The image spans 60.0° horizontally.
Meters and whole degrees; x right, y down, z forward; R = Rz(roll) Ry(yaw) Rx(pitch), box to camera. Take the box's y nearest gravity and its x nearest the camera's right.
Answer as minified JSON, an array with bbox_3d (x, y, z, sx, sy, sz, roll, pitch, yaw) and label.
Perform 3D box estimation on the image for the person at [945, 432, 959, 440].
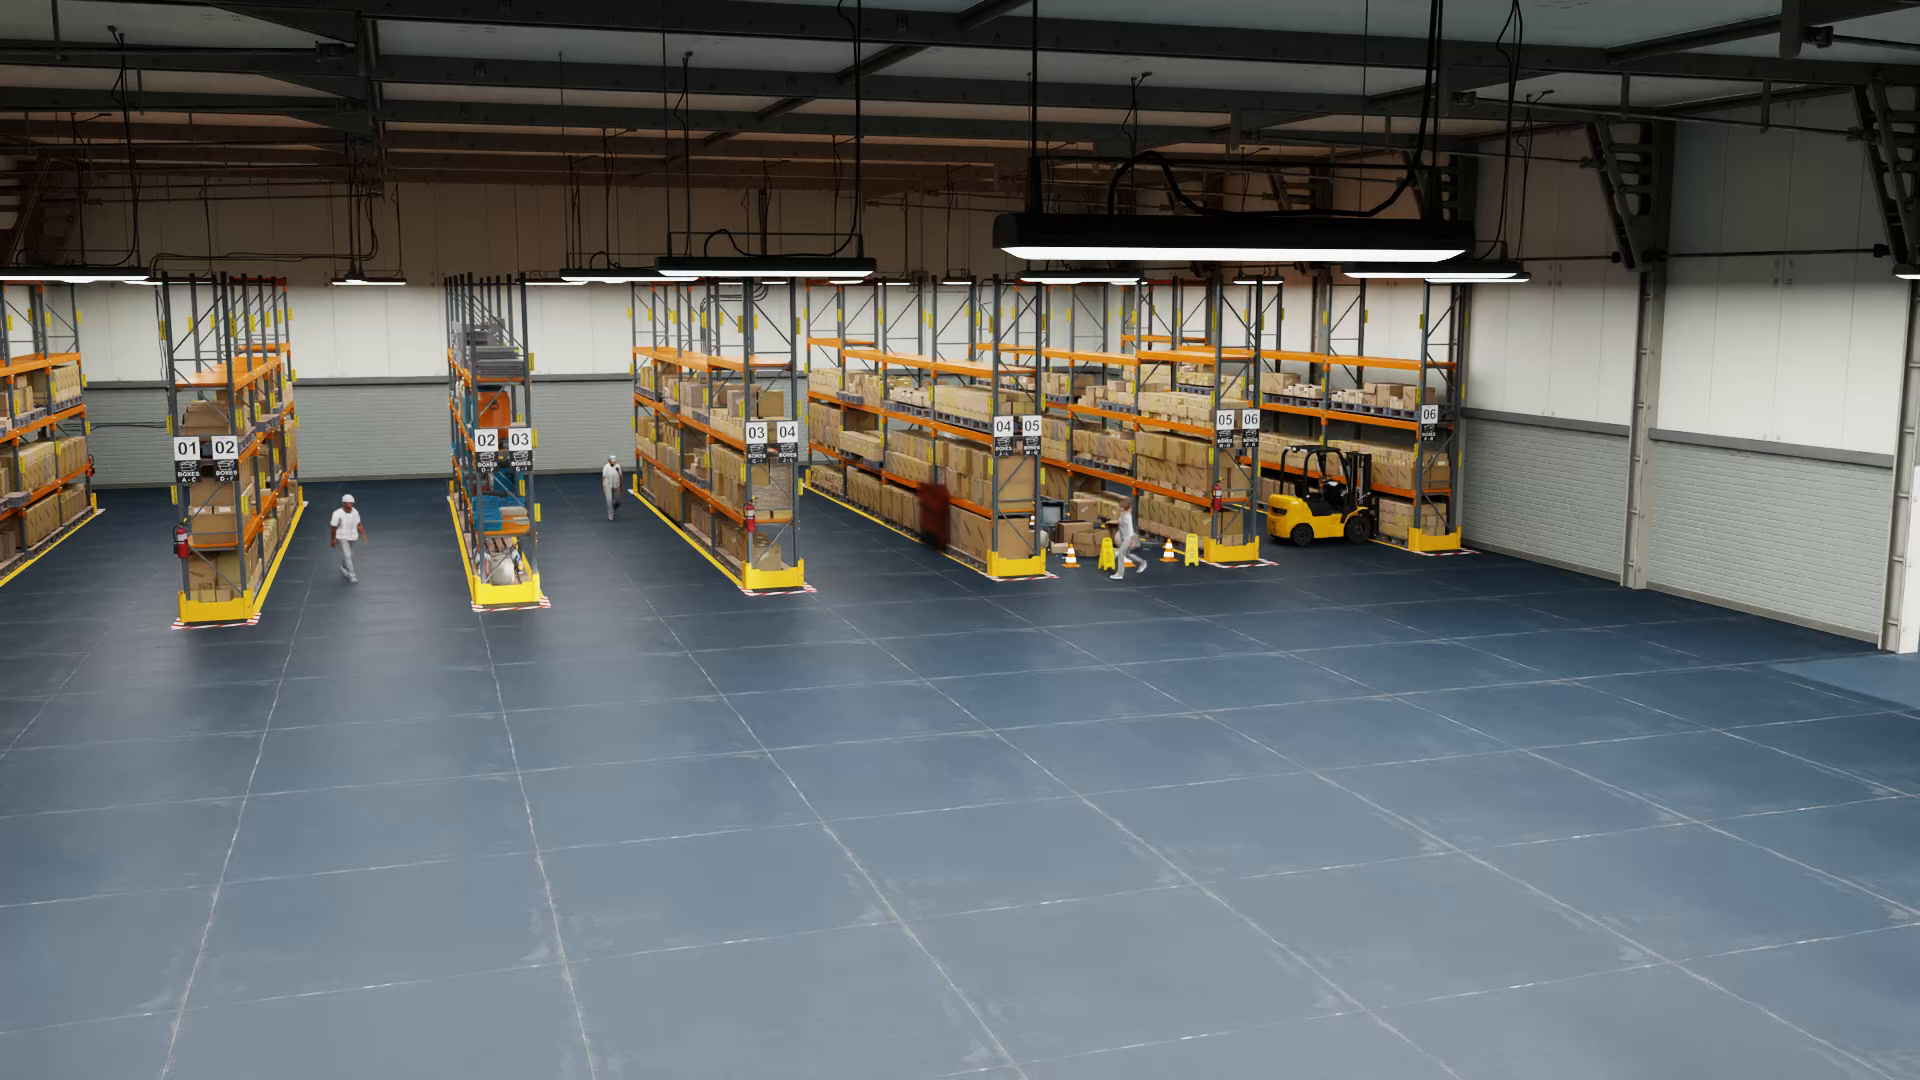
[{"bbox_3d":[-0.238,-2.992,52.322,1.058,1.594,0.423,5,10,28],"label":"person"}]

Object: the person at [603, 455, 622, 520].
[{"bbox_3d":[-8.677,-1.341,41.490,0.486,1.616,0.857,-3,9,-20],"label":"person"}]

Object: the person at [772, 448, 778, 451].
[{"bbox_3d":[-5.493,-2.442,48.517,0.559,1.657,1.085,-1,9,-7],"label":"person"}]

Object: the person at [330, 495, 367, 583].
[{"bbox_3d":[-12.005,-0.045,32.613,0.647,1.708,1.122,-8,12,-44],"label":"person"}]

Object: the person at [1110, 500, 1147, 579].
[{"bbox_3d":[3.366,-0.021,32.956,0.847,1.558,0.416,-3,9,-17],"label":"person"}]
